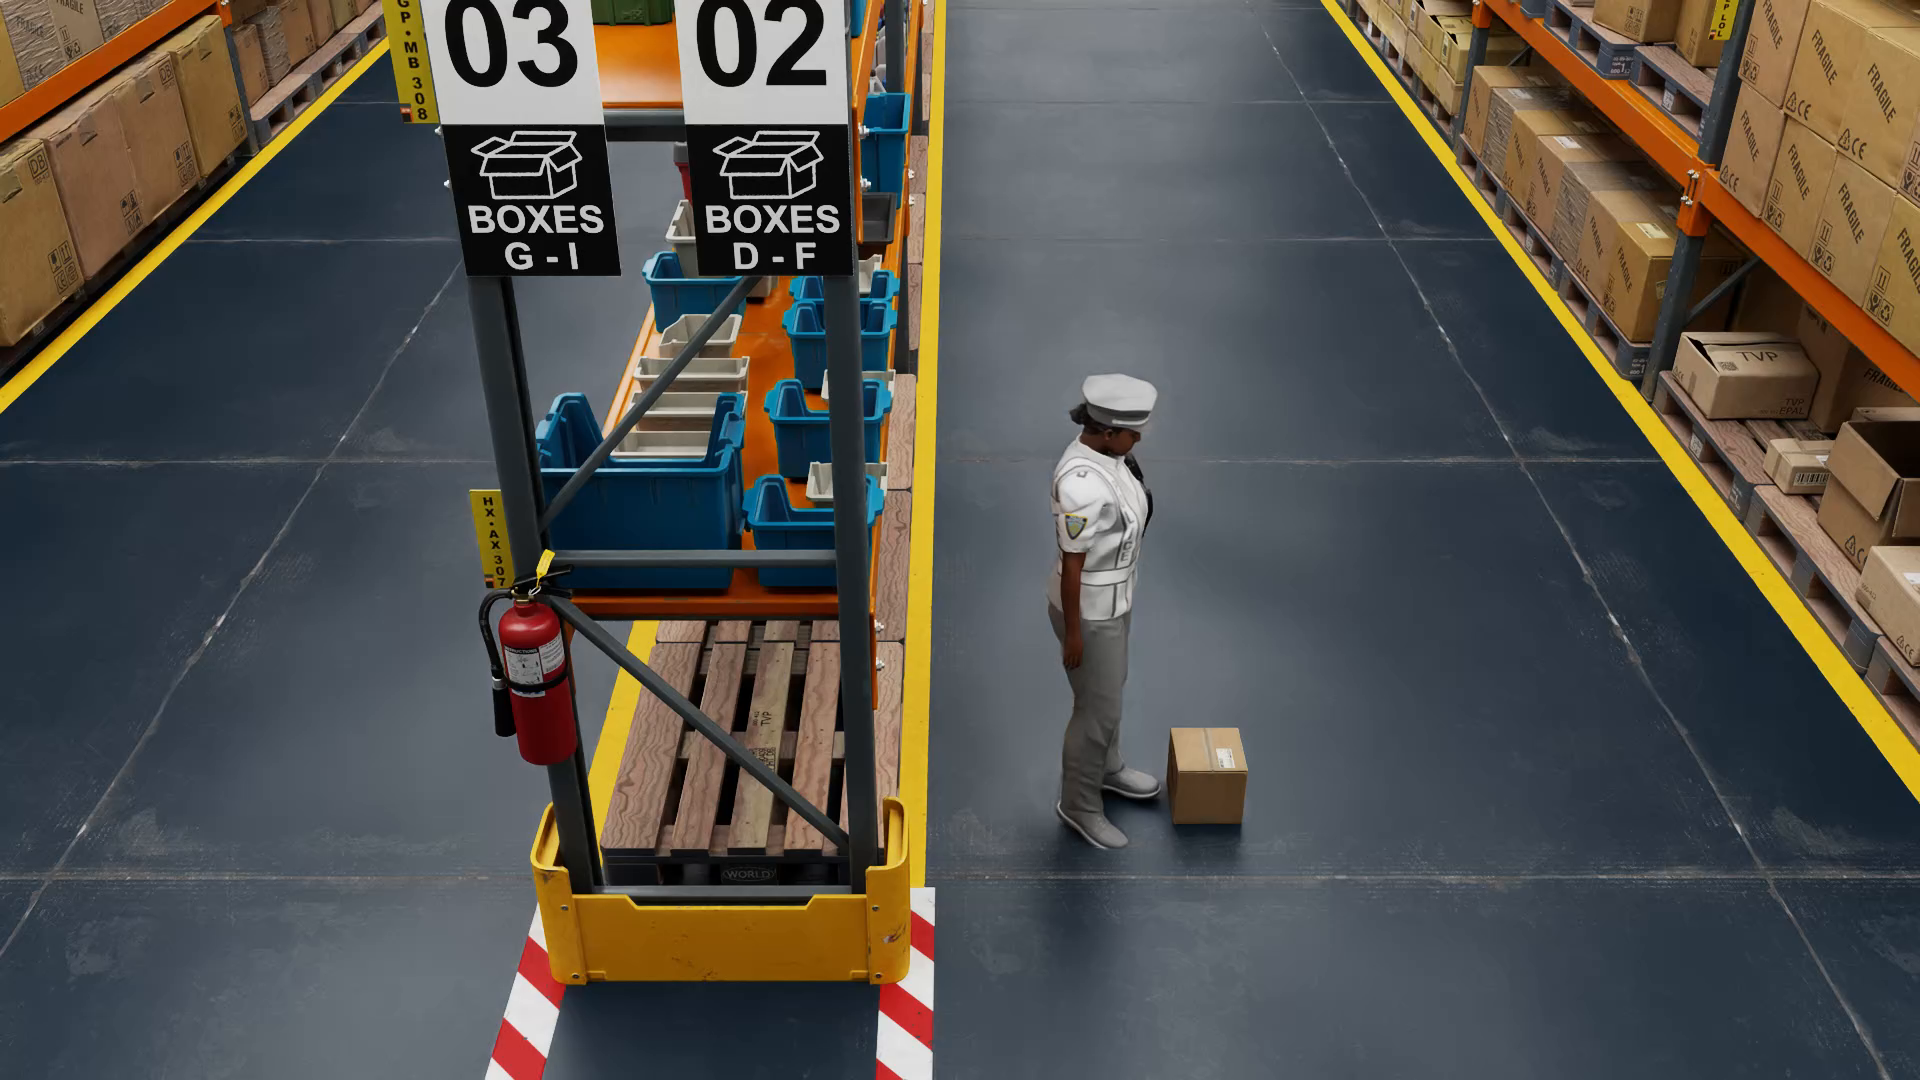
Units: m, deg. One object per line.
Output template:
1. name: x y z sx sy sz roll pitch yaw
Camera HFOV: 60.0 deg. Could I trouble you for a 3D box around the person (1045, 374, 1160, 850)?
1. person: 0.513 0.262 5.731 0.443 1.711 0.531 6 32 10
